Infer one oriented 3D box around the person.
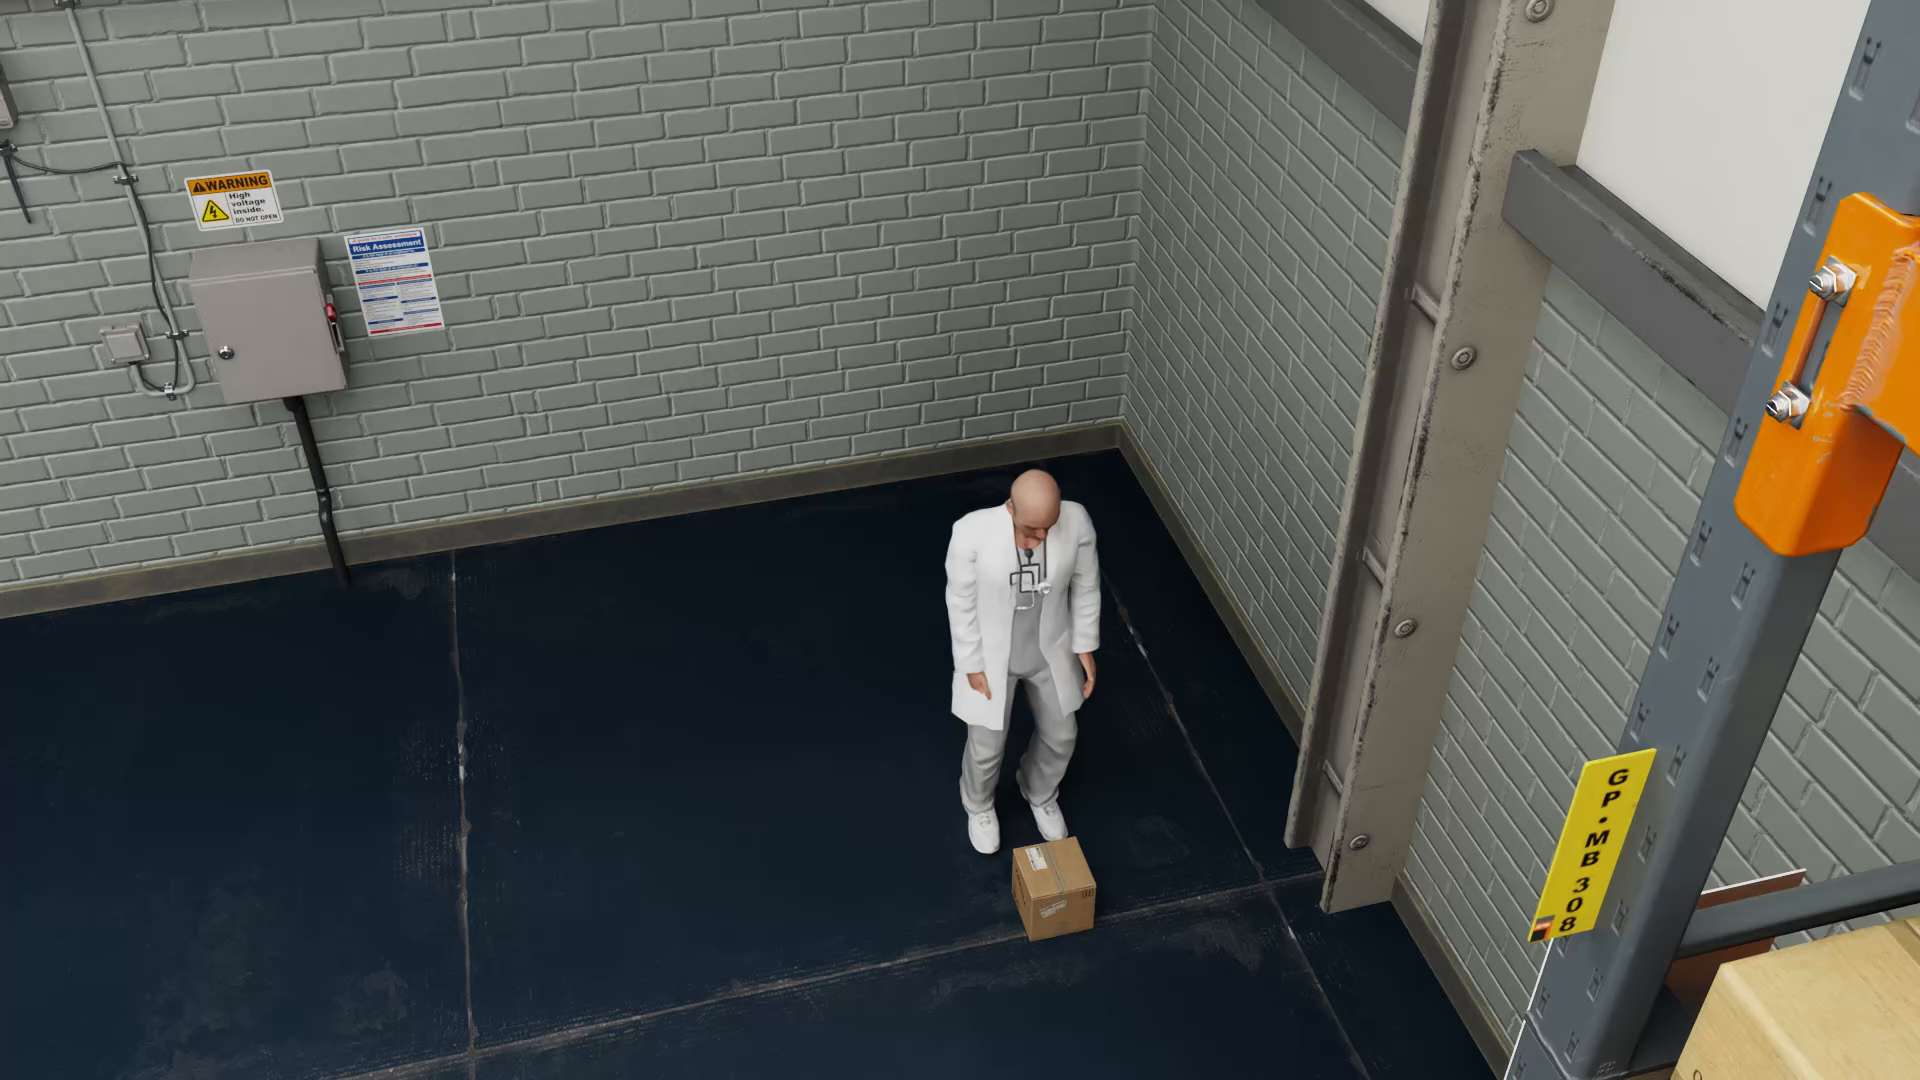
[{"bbox_3d":[0.239,0.433,6.209,0.583,1.738,0.401,-8,38,-11],"label":"person"}]
